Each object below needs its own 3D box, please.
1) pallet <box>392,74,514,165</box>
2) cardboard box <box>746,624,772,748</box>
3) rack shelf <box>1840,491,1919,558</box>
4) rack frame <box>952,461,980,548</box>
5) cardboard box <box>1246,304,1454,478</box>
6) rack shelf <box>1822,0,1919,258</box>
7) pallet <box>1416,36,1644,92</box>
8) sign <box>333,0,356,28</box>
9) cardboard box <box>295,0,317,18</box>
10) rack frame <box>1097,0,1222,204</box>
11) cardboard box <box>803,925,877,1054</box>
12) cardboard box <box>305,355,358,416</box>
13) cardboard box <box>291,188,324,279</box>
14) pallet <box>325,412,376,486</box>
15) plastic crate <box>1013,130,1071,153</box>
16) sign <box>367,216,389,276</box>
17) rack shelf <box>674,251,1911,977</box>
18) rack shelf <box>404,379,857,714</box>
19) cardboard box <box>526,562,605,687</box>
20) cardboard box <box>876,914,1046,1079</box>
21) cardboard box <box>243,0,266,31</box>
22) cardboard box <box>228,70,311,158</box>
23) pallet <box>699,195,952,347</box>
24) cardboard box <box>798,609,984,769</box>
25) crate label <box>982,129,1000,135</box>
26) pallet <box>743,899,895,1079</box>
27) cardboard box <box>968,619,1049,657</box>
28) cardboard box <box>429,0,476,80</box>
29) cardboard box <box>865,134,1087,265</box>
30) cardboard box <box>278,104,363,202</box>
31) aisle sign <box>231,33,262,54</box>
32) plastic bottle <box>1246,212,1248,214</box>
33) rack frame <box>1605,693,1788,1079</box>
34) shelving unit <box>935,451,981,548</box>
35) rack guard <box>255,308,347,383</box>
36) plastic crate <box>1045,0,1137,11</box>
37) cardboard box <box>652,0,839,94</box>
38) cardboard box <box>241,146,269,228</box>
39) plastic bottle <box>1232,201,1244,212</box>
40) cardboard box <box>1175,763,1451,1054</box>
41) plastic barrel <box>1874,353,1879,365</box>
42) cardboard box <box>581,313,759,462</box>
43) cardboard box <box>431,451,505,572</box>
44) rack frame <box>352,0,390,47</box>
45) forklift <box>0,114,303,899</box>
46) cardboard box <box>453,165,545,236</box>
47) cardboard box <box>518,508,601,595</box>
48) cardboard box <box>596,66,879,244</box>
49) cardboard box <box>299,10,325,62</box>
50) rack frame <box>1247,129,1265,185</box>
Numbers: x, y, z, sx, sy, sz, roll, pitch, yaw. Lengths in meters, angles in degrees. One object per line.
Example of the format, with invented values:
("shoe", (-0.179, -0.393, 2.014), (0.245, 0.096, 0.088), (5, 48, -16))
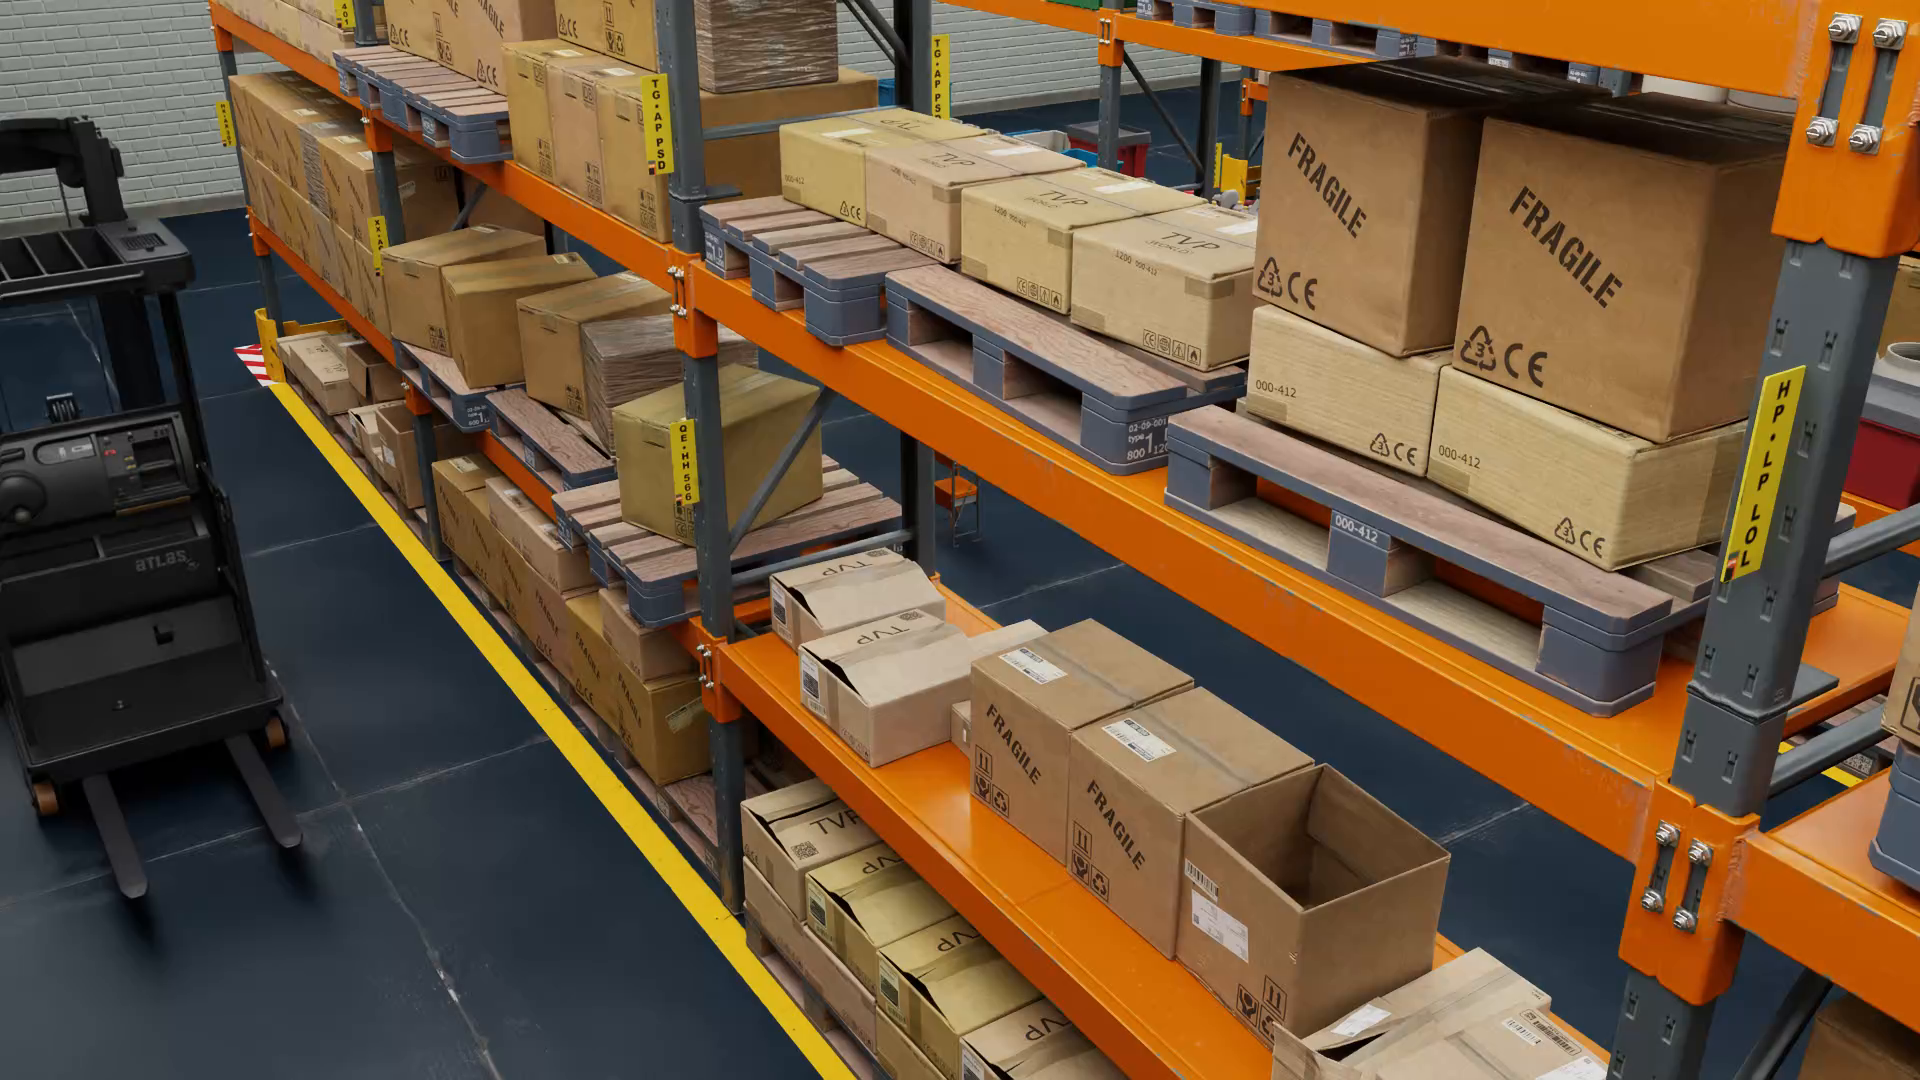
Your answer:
("pallet", (-1.869, -2.005, 7.689), (1.213, 0.211, 1.003), (-16, 29, -30))
("cardboard box", (-0.851, 0.594, 7.891), (0.500, 0.500, 0.500), (-17, 30, -31))
("rack shelf", (4.693, -0.035, 7.652), (1.077, 0.370, 4.000), (-16, 29, -30))
("rack frame", (0.037, -0.450, 9.974), (0.200, 1.050, 0.008), (-16, 29, -30))
("cardboard box", (1.002, -0.388, 3.729), (0.500, 0.250, 0.500), (-19, 31, -34))
("rack shelf", (2.724, 0.017, 0.984), (1.077, 0.370, 4.000), (-16, 29, -30))
("pallet", (3.265, -2.643, 9.042), (1.003, 0.211, 1.213), (-16, 29, -30))
("sign", (-3.185, -2.814, 8.578), (0.100, 0.325, 0.005), (-16, 29, -30))
("cardboard box", (-3.498, -3.158, 9.502), (0.500, 0.250, 0.500), (-16, 29, -30))
("rack frame", (1.417, -2.506, 12.045), (1.000, 3.000, 0.127), (-16, 29, -30))
("cardboard box", (-0.236, 1.567, 6.147), (0.500, 0.250, 0.500), (-16, 30, -31))
("cardboard box", (-4.313, -1.121, 11.816), (0.500, 0.250, 0.500), (-16, 29, -30))
("cardboard box", (-4.068, -2.066, 10.996), (0.500, 0.500, 0.500), (-15, 29, -29))
("pallet", (-3.779, -0.774, 11.644), (1.003, 0.211, 1.213), (-16, 29, -30))
("plastic crate", (0.738, -3.069, 13.305), (0.437, 0.282, 0.530), (-16, 29, -30))
("sign", (-3.185, -1.615, 9.144), (0.100, 0.325, 0.005), (-16, 29, -30))
("rack shelf", (0.541, -0.238, 4.569), (1.077, 0.370, 4.000), (-16, 29, -30))
("rack shelf", (-1.643, -0.312, 8.240), (1.077, 0.370, 4.000), (-16, 29, -30))
("cardboard box", (-1.832, 0.358, 8.391), (0.500, 0.500, 0.500), (-17, 30, -31))
("cardboard box", (0.059, 1.502, 5.626), (0.500, 0.311, 0.500), (-16, 30, -31))
("cardboard box", (-4.315, -3.469, 10.747), (0.500, 0.250, 0.500), (-16, 29, -30))
("cardboard box", (-4.897, -3.061, 11.932), (0.500, 0.500, 0.500), (-15, 29, -28))
("pallet", (-0.106, -0.971, 5.501), (1.213, 0.211, 1.003), (-14, 29, -27))
("cardboard box", (-0.225, 0.483, 5.817), (0.500, 0.311, 0.500), (-16, 30, -30))
("crate label", (0.149, -3.394, 14.165), (0.396, 0.136, 0.243), (-16, 29, -30))
("pallet", (-0.135, 1.642, 6.524), (1.003, 0.211, 1.213), (-16, 29, -30))
("cardboard box", (0.171, 0.449, 6.080), (0.380, 0.149, 0.250), (-16, 29, -30))
("cardboard box", (-2.138, -2.559, 7.916), (0.600, 0.600, 0.600), (-16, 30, -30))
("cardboard box", (0.045, -1.068, 5.169), (0.500, 0.250, 0.500), (-15, 29, -28))
("cardboard box", (-4.058, -2.514, 10.773), (0.500, 0.500, 0.500), (-16, 30, -30))
("aisle sign", (-5.202, -3.915, 11.985), (0.394, 0.787, 0.004), (-16, 29, -30))
("plastic bottle", (2.008, -2.184, 11.596), (0.097, 0.201, 0.097), (0, 25, 0))
("rack frame", (1.632, 1.508, 3.541), (1.000, 3.000, 0.127), (-16, 29, -30))
("shelving unit", (-0.029, -0.494, 10.066), (0.215, 1.050, 0.252), (-16, 29, -30))
("rack guard", (-4.877, -1.626, 13.109), (1.175, 0.500, 0.348), (-16, 29, -30))
("plastic crate", (0.933, -3.848, 11.621), (0.450, 0.188, 0.662), (-16, 29, -30))
("cardboard box", (-0.784, -1.934, 6.030), (0.500, 0.500, 0.500), (-16, 29, -30))
("cardboard box", (-4.897, -2.609, 12.145), (0.500, 0.500, 0.500), (-15, 29, -29))
("plastic bottle", (1.990, -2.315, 11.874), (0.097, 0.201, 0.097), (0, 25, 0))
("cardboard box", (0.939, 0.996, 4.509), (0.500, 0.500, 0.500), (-13, 28, -26))
("plastic barrel", (4.341, -0.808, 8.316), (0.421, 0.512, 0.421), (0, 25, 0))
("cardboard box", (-1.329, -0.728, 7.669), (0.700, 0.500, 0.500), (-10, 27, -20))
("cardboard box", (-2.675, -0.192, 9.555), (0.500, 0.500, 0.500), (-17, 30, -32))
("rack frame", (-2.735, -4.066, 8.322), (1.000, 3.000, 0.127), (-16, 29, -30))
("forklift", (-3.907, -0.298, 7.447), (1.130, 2.935, 3.031), (-16, 30, -31))
("cardboard box", (-2.756, -2.084, 9.863), (0.500, 0.500, 0.500), (-15, 29, -28))
("cardboard box", (-1.855, 0.006, 8.258), (0.500, 0.250, 0.500), (-16, 30, -31))
("cardboard box", (-0.818, -1.472, 6.224), (0.910, 0.500, 0.500), (-16, 29, -30))
("cardboard box", (-3.487, -2.935, 9.615), (0.500, 0.250, 0.500), (-16, 29, -30))
("rack frame", (3.386, -5.092, 17.522), (0.949, 2.616, 0.053), (-16, 29, -30))
